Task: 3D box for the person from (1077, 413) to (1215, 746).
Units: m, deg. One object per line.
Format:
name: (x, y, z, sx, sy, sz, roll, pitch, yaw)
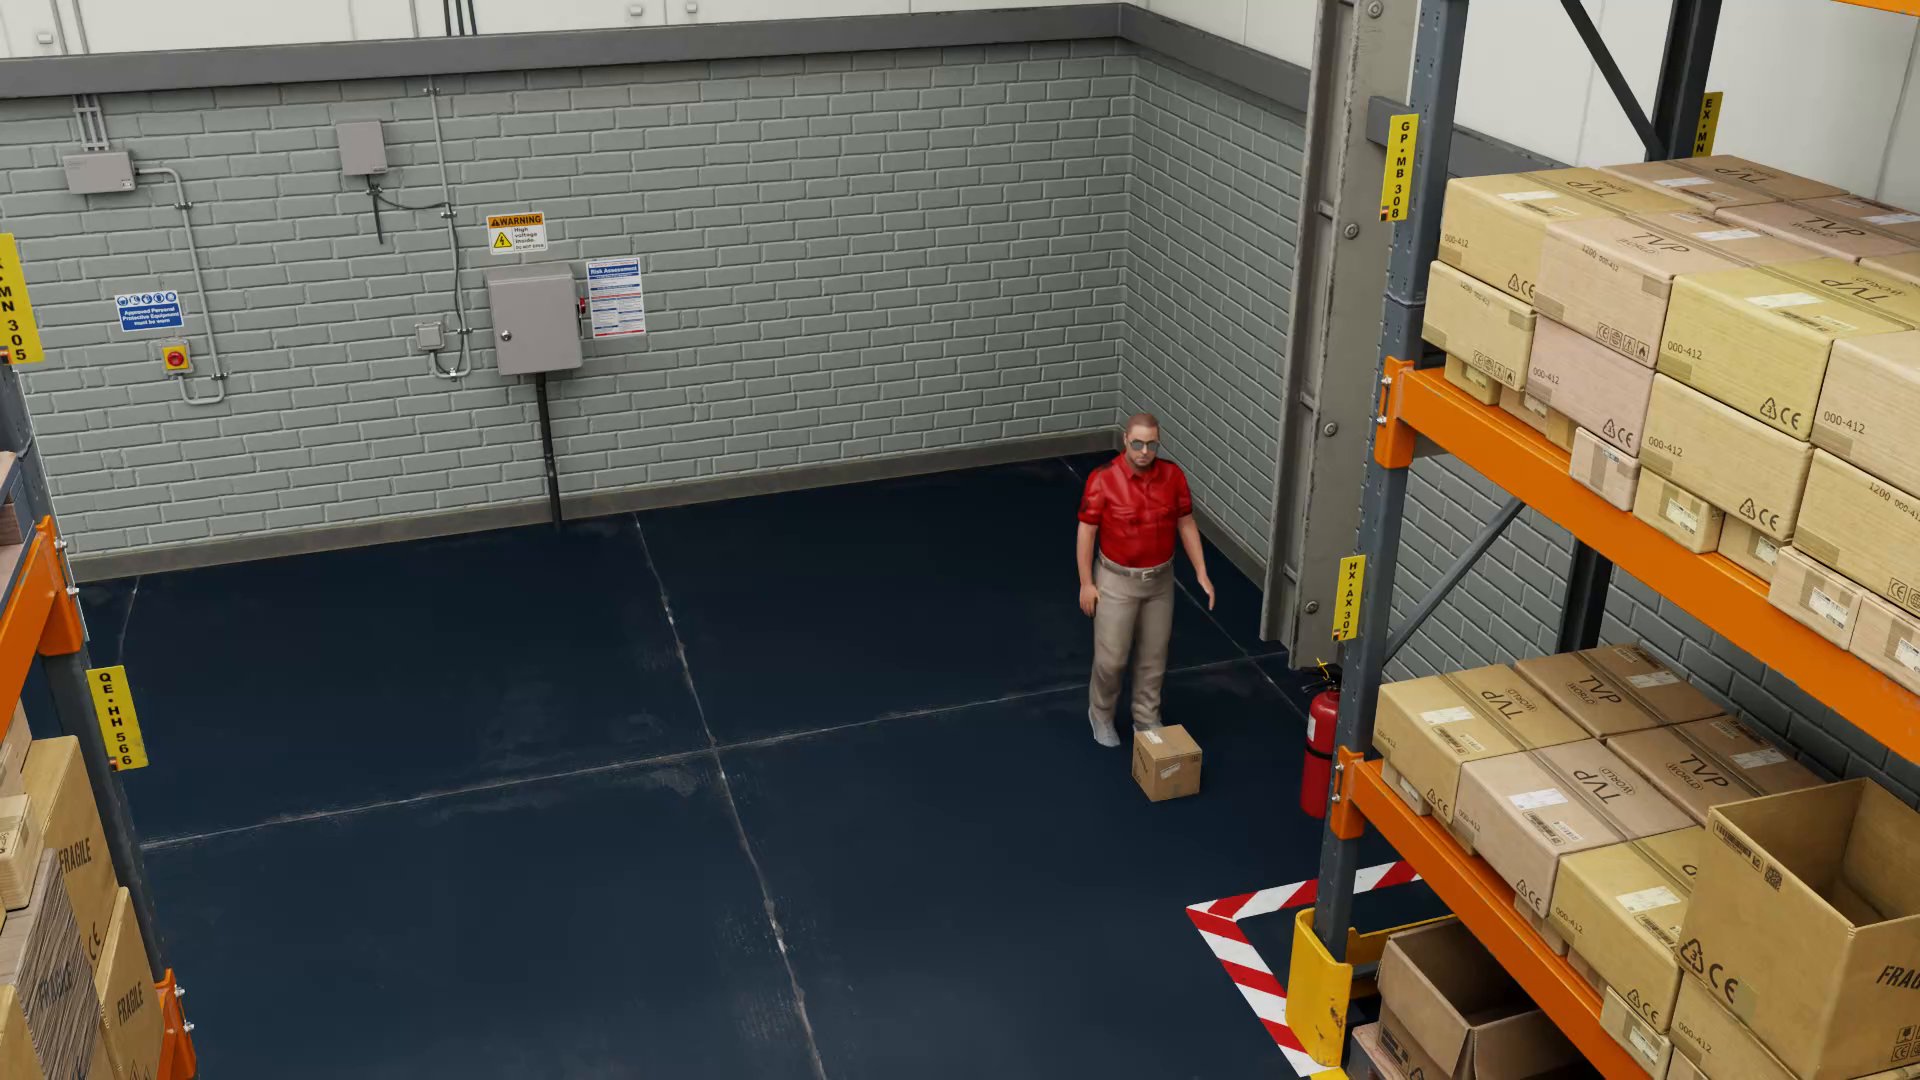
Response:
person: (0.904, 0.269, 8.157, 0.610, 1.812, 0.488, -11, 28, -21)
